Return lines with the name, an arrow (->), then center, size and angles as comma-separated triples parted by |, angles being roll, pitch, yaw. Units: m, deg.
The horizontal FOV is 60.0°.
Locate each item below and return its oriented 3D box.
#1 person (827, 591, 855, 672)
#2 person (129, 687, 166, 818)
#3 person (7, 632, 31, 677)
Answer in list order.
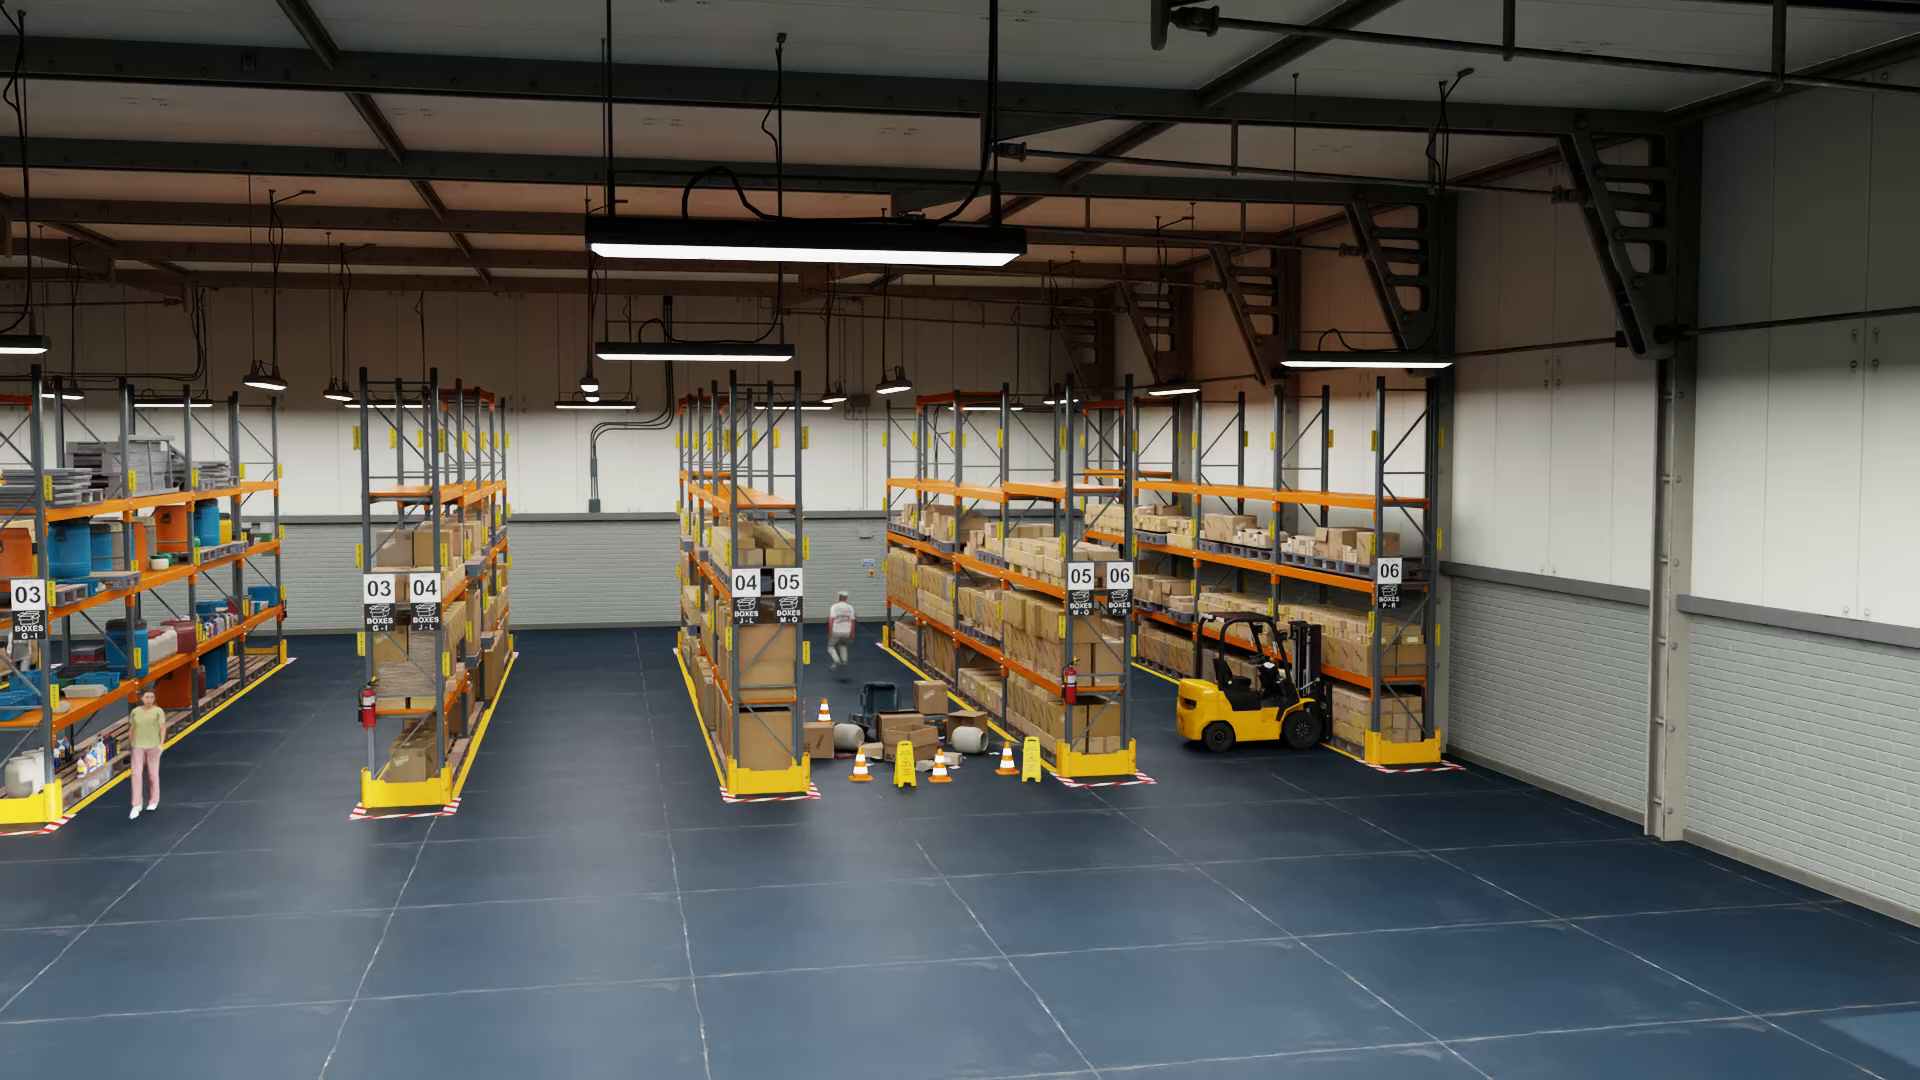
person -> -2.510, 1.922, 35.069 | 0.581, 1.681, 0.631 | -1, 4, -17
person -> -10.946, 2.837, 22.368 | 0.466, 1.676, 0.699 | -1, 4, -19
person -> -18.140, 2.297, 32.082 | 0.382, 1.543, 0.941 | -1, 4, -18
